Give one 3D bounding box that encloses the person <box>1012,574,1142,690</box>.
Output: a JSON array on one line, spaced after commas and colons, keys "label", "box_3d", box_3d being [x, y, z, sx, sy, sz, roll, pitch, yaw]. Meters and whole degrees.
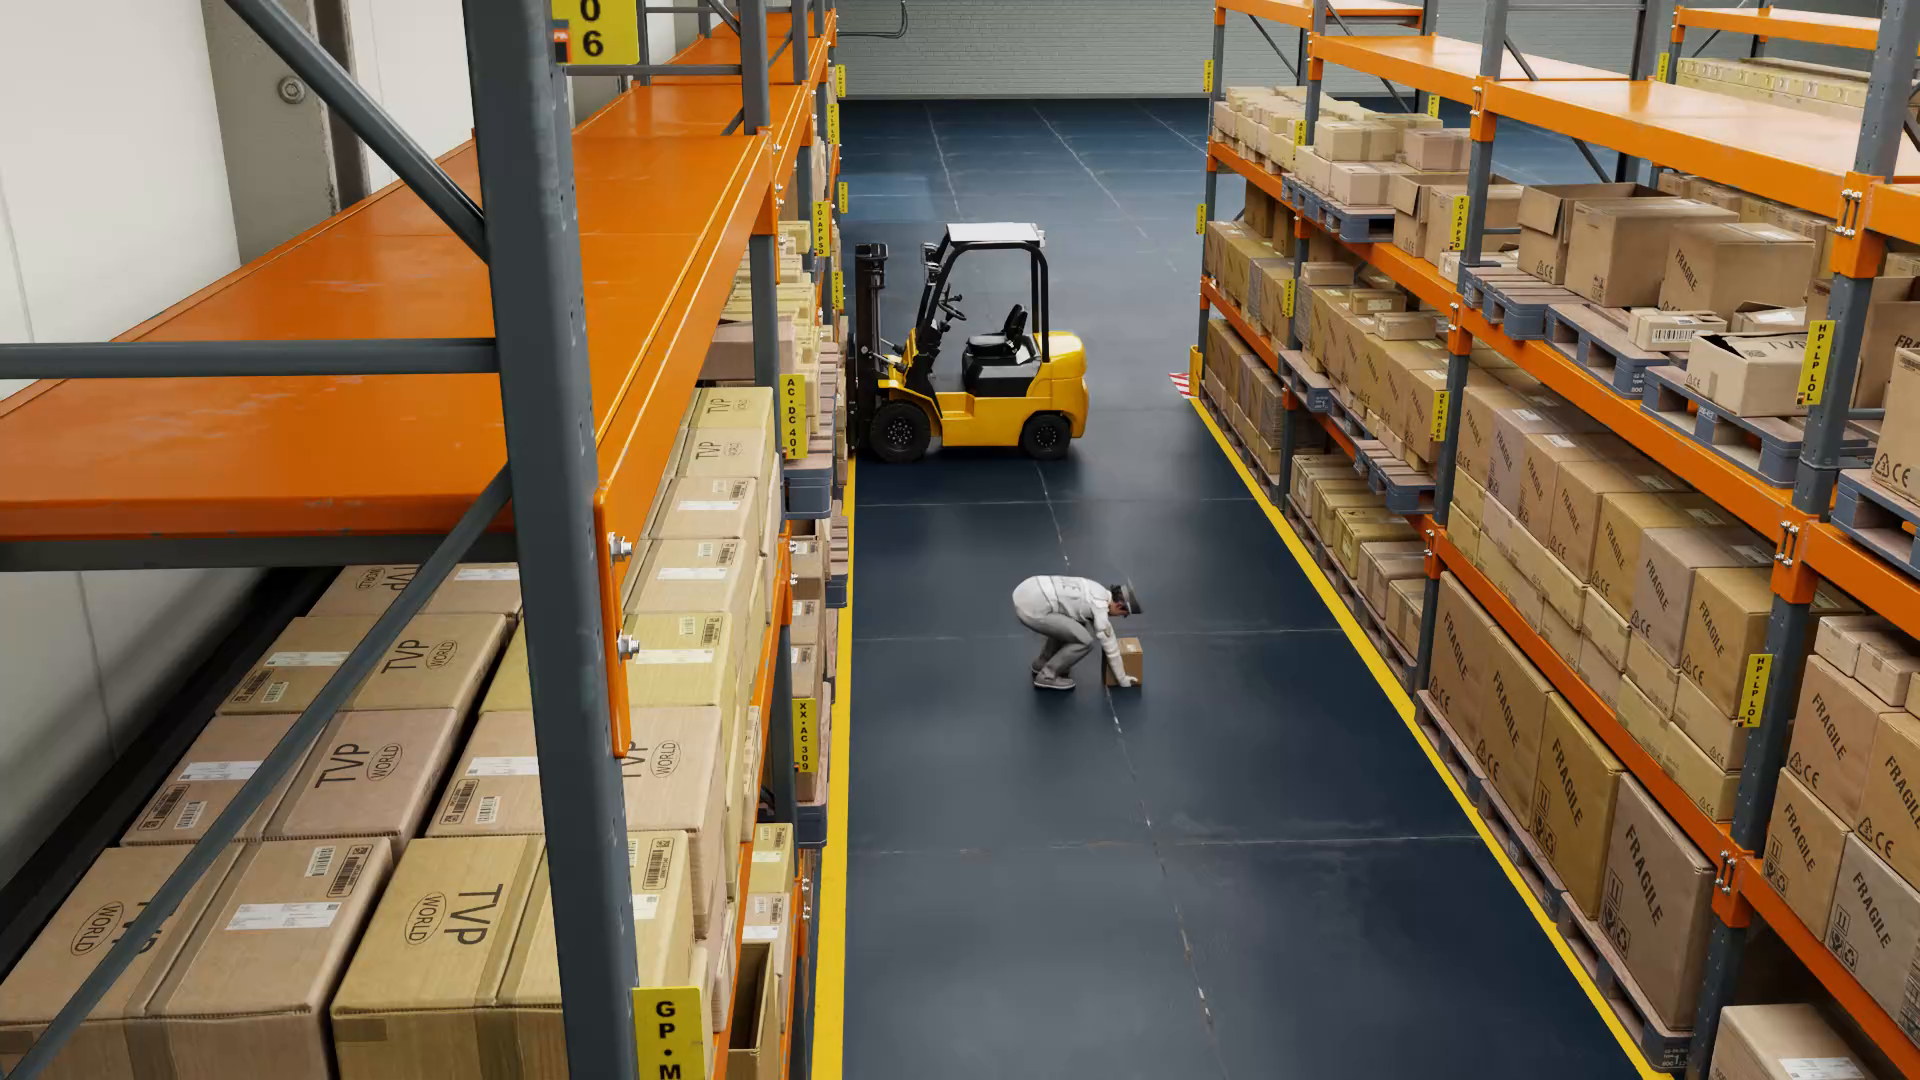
[{"label": "person", "box_3d": [0.815, 0.628, 11.536, 0.908, 0.789, 0.464, -2, 21, -5]}]
